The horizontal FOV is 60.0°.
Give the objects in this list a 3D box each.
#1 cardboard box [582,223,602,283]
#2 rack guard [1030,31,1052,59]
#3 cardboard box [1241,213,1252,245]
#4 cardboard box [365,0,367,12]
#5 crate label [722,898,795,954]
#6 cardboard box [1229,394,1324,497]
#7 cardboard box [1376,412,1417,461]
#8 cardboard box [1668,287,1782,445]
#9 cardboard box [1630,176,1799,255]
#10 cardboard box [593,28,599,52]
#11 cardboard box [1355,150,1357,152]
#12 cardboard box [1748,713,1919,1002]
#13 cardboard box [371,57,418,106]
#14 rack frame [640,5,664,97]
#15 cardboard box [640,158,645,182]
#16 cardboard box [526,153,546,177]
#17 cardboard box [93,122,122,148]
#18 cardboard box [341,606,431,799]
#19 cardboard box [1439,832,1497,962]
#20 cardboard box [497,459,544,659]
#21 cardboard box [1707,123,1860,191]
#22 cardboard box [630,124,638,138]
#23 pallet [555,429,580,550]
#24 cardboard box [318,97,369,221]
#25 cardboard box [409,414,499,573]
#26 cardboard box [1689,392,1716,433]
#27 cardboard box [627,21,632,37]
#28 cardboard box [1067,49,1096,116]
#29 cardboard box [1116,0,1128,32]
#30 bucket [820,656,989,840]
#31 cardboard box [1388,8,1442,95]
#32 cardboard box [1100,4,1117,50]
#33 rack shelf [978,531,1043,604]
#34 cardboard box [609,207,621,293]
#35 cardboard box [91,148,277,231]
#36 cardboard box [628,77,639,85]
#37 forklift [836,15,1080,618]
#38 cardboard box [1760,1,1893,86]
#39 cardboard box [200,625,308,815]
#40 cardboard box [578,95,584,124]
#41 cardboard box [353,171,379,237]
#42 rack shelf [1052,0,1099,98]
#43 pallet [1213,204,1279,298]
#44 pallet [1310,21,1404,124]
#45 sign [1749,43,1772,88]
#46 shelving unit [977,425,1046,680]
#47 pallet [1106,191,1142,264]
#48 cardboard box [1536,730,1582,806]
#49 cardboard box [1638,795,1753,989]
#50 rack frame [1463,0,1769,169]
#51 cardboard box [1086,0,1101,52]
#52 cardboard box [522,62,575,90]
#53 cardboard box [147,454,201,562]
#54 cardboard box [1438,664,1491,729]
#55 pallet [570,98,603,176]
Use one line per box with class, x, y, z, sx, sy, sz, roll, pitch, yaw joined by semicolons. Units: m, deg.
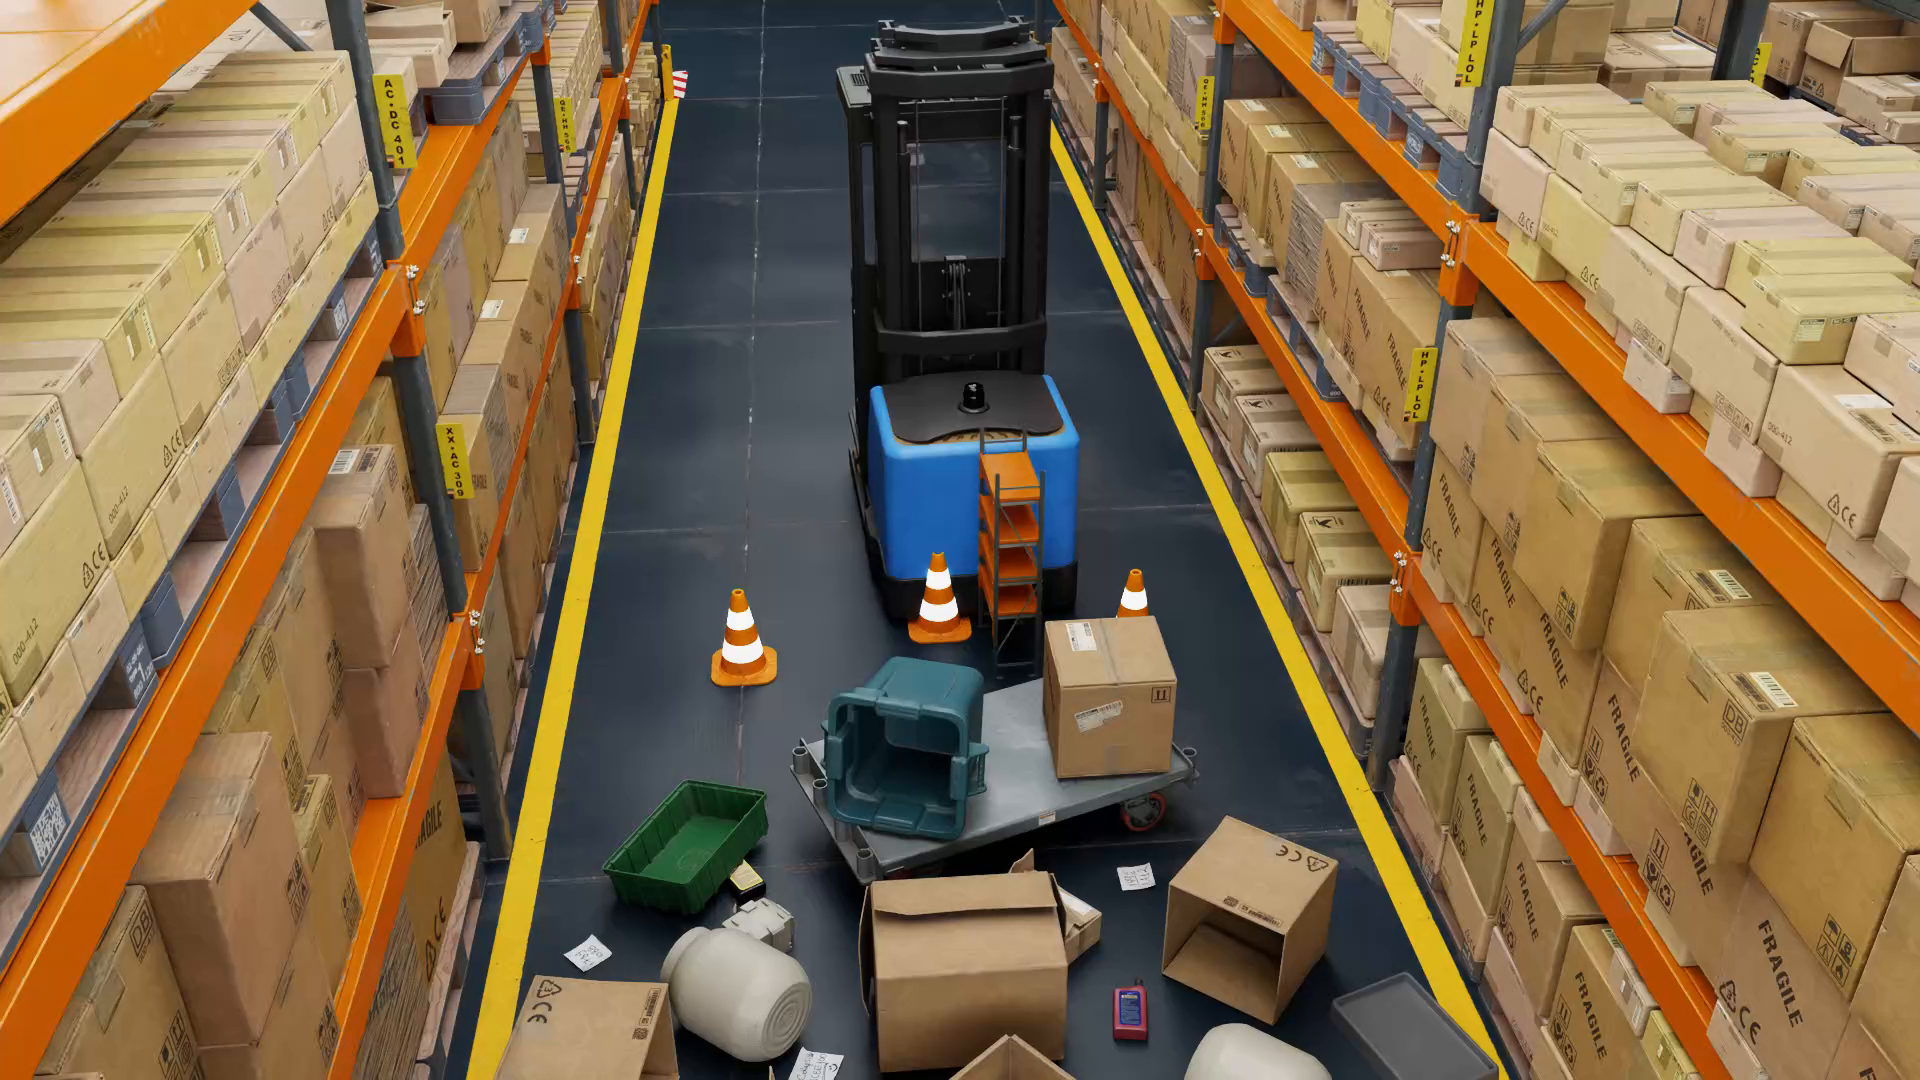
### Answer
cardboard box;-2.743;-1.964;11.409;0.500;0.250;0.500;-3;31;-5
rack guard;1.297;-5.224;18.009;1.175;0.500;0.348;-3;31;-5
cardboard box;1.864;-1.810;9.691;0.380;0.149;0.250;-5;31;-8
cardboard box;-2.929;-2.487;7.643;0.500;0.311;0.500;-3;31;-5
crate label;-0.841;1.624;6.898;0.250;0.136;0.298;27;40;37
cardboard box;2.166;-0.588;9.962;0.950;0.372;0.625;-3;31;-6
cardboard box;2.097;-0.480;7.465;0.380;0.149;0.250;-2;31;-4
cardboard box;2.329;-0.495;4.585;0.500;0.250;0.500;-2;31;-4
cardboard box;2.265;-0.978;5.005;0.380;0.149;0.250;-4;31;-6
cardboard box;-2.987;-3.826;12.776;0.380;0.149;0.250;-3;31;-4
cardboard box;2.425;-2.069;9.492;0.500;0.500;0.500;-3;31;-5
cardboard box;2.489;0.775;4.165;0.700;0.500;0.500;-2;31;-4
cardboard box;-2.349;-1.814;6.675;0.250;0.149;0.380;-3;31;-5
rack frame;-3.620;-5.996;16.864;1.000;3.000;0.127;-3;31;-5
cardboard box;-2.985;-3.248;14.633;0.380;0.149;0.250;-2;31;-3
cardboard box;-2.718;-2.368;10.335;0.380;0.149;0.250;-1;31;-2
cardboard box;-2.778;-1.283;5.008;0.380;0.149;0.250;-3;31;-5
cardboard box;-2.379;0.533;5.786;0.875;0.550;0.550;-3;31;-5
cardboard box;2.267;1.428;6.706;0.500;0.250;0.500;-1;31;-2
cardboard box;-2.733;0.110;8.424;1.050;0.750;0.750;-3;31;-5
cardboard box;2.703;-1.263;5.482;0.380;0.149;0.250;-2;31;-3
cardboard box;-3.158;-3.766;15.210;0.380;0.149;0.250;-1;31;-2
pallet;-2.874;-0.309;10.061;1.003;0.211;1.213;-3;31;-5
cardboard box;-2.197;-1.205;5.266;0.500;0.250;0.500;-3;31;-5
cardboard box;-2.280;-0.194;7.052;0.500;0.500;0.500;-2;31;-4
cardboard box;2.348;-0.379;4.779;0.380;0.149;0.250;-3;31;-4
cardboard box;-3.100;-4.540;14.670;0.380;0.149;0.250;-2;31;-4
cardboard box;1.554;-4.566;16.559;0.875;0.438;0.875;-2;31;-3
cardboard box;1.503;-4.218;12.814;0.500;0.500;0.500;-3;31;-5
bucket;-0.191;0.842;7.125;0.726;0.611;0.620;8;22;13
cardboard box;2.179;-2.112;7.172;0.500;0.250;0.500;-2;31;-4
cardboard box;1.433;-4.155;13.440;0.500;0.250;0.500;-4;31;-6
rack shelf;0.254;0.127;8.499;0.258;0.148;0.480;-4;31;-7
cardboard box;-2.835;-2.172;12.488;0.500;0.500;0.500;-3;31;-6
cardboard box;-2.052;-0.927;4.411;0.380;0.149;0.250;-3;31;-4
cardboard box;-3.245;-4.283;15.786;0.380;0.149;0.250;-4;31;-6
forklift;-0.094;-1.577;9.532;1.130;2.935;3.031;-4;31;-7
cardboard box;6.558;-3.783;12.651;0.700;0.500;0.500;-3;31;-5
cardboard box;-2.361;0.620;4.588;0.875;0.550;0.500;-3;31;-5
cardboard box;-2.862;-3.032;11.737;0.380;0.149;0.250;-4;31;-6
cardboard box;-2.146;-1.102;5.483;0.380;0.149;0.250;-3;31;-5
rack shelf;1.486;-4.955;15.822;1.077;0.370;4.000;-3;31;-5
pallet;2.219;-1.760;9.958;1.213;0.211;1.003;-3;31;-5
pallet;2.368;-2.215;7.792;1.213;0.211;1.003;-3;31;-5
sign;2.960;-1.698;6.239;0.100;0.325;0.005;-3;31;-5
shelving unit;0.254;0.069;8.464;0.258;1.200;0.503;-4;31;-7
pallet;1.820;-2.655;13.990;1.003;0.211;1.213;-3;31;-5
cardboard box;2.240;0.779;5.766;0.380;0.149;0.250;-3;31;-4
cardboard box;2.383;0.938;4.867;0.500;0.500;0.500;-3;31;-5
rack frame;2.420;-2.734;5.552;1.000;3.000;0.127;-3;31;-5
cardboard box;1.375;-4.510;14.279;0.500;0.500;0.500;-2;31;-4
cardboard box;-2.847;-3.156;11.364;0.380;0.149;0.250;-2;31;-3
cardboard box;-1.956;-0.065;3.747;0.380;0.149;0.250;-3;31;-5
cardboard box;2.158;0.622;6.691;0.380;0.149;0.250;-2;31;-4
pallet;-3.098;-2.838;11.764;1.003;0.211;1.213;-3;31;-5
